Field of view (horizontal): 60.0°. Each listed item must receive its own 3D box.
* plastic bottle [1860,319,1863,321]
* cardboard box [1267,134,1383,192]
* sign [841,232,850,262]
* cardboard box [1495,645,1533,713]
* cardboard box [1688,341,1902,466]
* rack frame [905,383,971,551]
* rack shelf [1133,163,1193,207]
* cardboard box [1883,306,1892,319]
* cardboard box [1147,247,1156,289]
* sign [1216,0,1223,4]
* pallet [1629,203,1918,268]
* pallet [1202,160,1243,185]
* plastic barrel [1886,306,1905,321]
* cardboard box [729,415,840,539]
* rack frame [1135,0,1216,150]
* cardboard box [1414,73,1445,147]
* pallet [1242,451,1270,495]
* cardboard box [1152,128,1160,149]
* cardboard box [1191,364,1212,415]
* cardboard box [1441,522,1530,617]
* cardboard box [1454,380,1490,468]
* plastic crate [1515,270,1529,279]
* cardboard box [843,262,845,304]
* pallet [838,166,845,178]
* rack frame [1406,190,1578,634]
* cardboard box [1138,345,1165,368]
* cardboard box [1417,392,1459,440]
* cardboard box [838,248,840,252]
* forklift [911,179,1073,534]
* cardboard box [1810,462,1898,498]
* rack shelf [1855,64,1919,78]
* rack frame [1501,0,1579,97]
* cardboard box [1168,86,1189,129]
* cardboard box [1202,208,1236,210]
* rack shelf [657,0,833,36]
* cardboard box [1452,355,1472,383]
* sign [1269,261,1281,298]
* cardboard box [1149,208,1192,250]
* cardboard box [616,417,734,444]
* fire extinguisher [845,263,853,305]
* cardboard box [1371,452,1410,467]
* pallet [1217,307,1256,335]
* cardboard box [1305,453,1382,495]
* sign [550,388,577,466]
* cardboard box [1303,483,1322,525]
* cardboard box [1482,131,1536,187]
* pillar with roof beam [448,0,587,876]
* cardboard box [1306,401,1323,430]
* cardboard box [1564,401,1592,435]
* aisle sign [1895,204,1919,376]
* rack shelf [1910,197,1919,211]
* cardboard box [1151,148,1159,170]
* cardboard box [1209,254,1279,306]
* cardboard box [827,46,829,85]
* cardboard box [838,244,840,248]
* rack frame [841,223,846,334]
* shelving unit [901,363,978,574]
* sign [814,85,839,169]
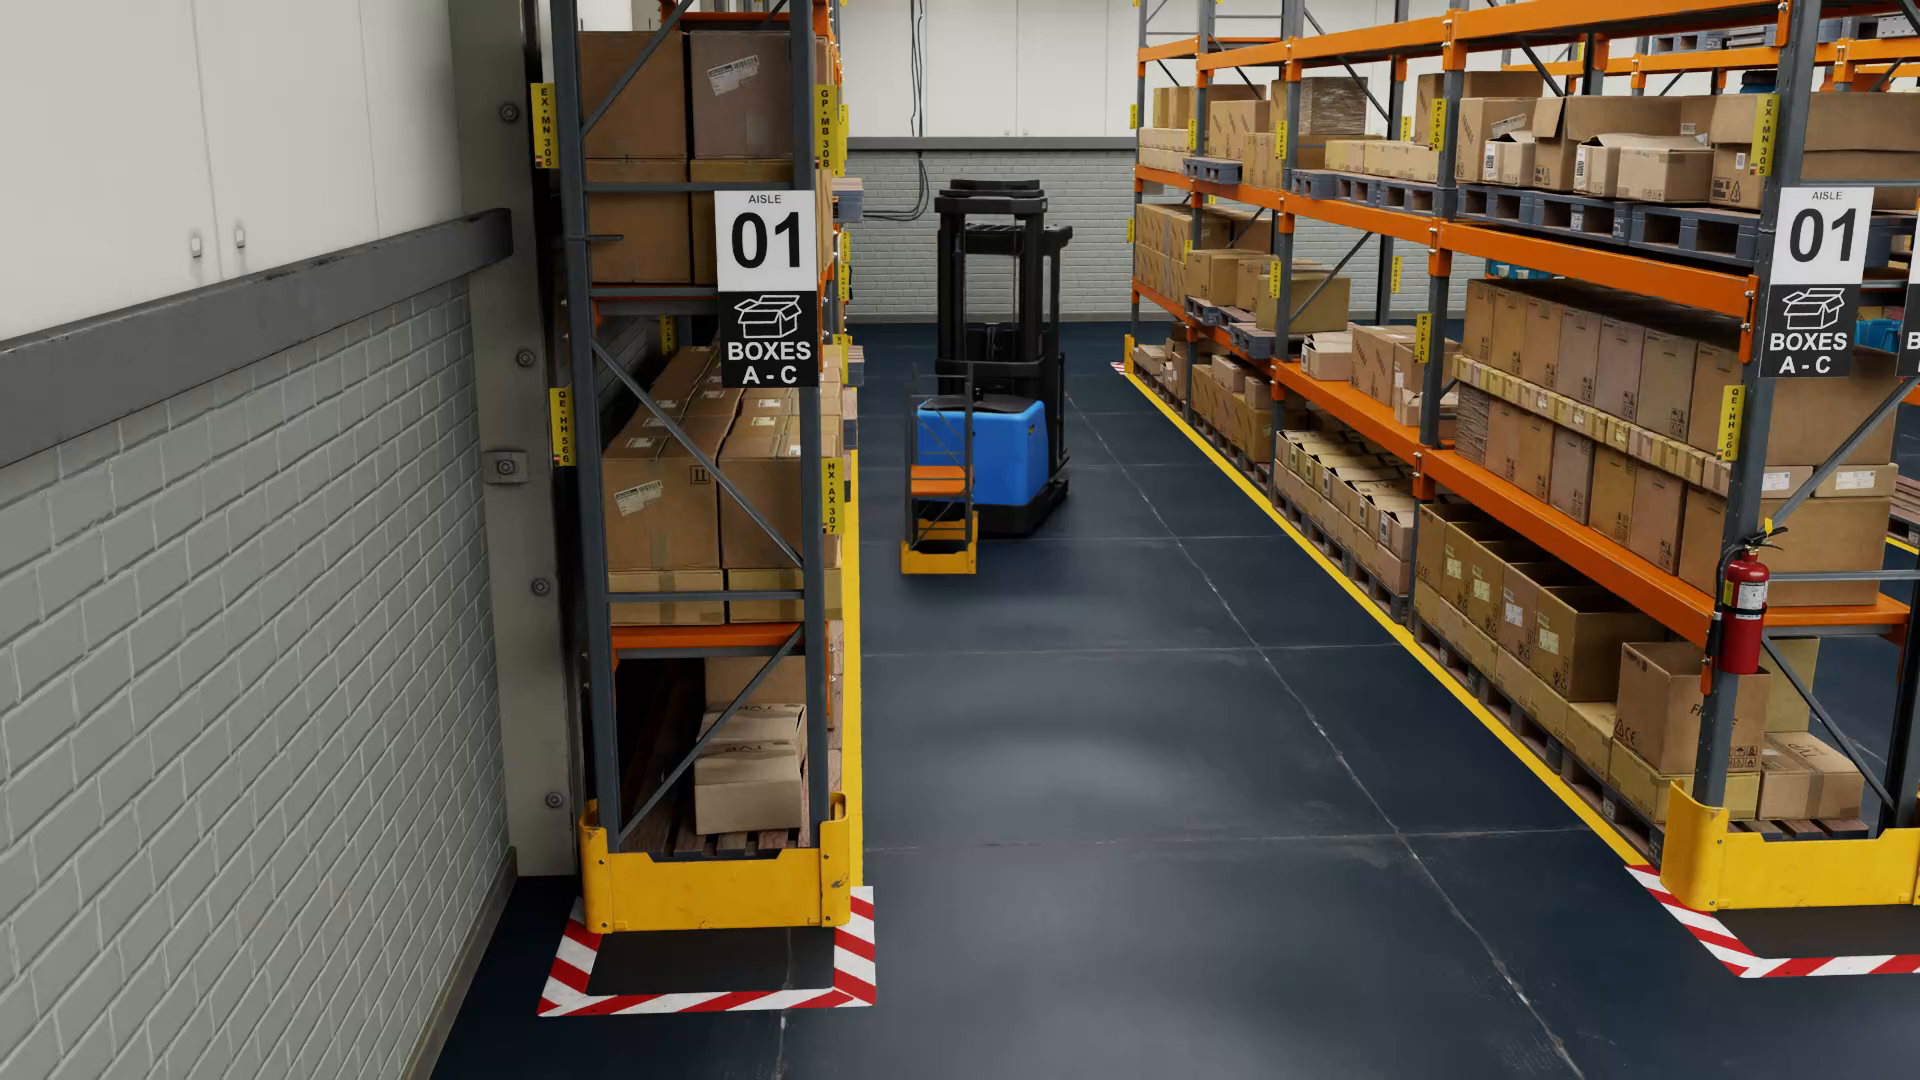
[{"bbox_3d":[8.631,-1.978,15.951,0.097,0.271,0.097,0,14,0],"label":"plastic bottle"},{"bbox_3d":[3.310,-3.432,15.124,0.910,0.500,0.500,-1,14,-3],"label":"cardboard box"},{"bbox_3d":[-1.280,-3.273,18.563,0.100,0.325,0.005,-1,14,-3],"label":"sign"},{"bbox_3d":[3.434,0.794,9.598,0.500,0.250,0.500,-1,14,-3],"label":"cardboard box"},{"bbox_3d":[3.847,-0.639,7.687,0.700,0.500,0.500,-1,14,-3],"label":"cardboard box"},{"bbox_3d":[-0.169,-0.465,12.824,0.500,1.500,0.032,0,14,1],"label":"rack frame"},{"bbox_3d":[2.999,-4.419,20.606,1.077,0.370,4.000,-1,14,-3],"label":"rack shelf"},{"bbox_3d":[12.939,-2.754,22.133,0.875,0.875,0.875,-1,14,-3],"label":"cardboard box"},{"bbox_3d":[2.705,-3.493,21.382,0.500,0.500,0.500,-1,14,-4],"label":"cardboard box"},{"bbox_3d":[3.431,-7.250,21.953,0.100,0.325,0.005,-1,14,-3],"label":"sign"},{"bbox_3d":[3.849,-1.419,7.680,1.003,0.211,1.213,-1,14,-3],"label":"pallet"},{"bbox_3d":[3.161,-3.758,16.969,1.213,0.211,1.003,-1,14,-3],"label":"pallet"},{"bbox_3d":[8.646,-1.853,14.937,0.600,0.536,0.708,-1,14,-3],"label":"plastic barrel"},{"bbox_3d":[-0.827,-0.302,7.937,0.500,0.500,0.500,-1,14,-3],"label":"cardboard box"},{"bbox_3d":[2.875,-6.718,22.075,1.000,3.000,0.127,-1,14,-3],"label":"rack frame"},{"bbox_3d":[3.562,-3.070,11.871,0.500,0.500,0.500,1,14,2],"label":"cardboard box"},{"bbox_3d":[3.363,-0.658,16.162,1.003,0.211,1.213,-1,14,-3],"label":"pallet"},{"bbox_3d":[2.709,-5.054,20.927,0.500,0.250,0.500,-1,14,-3],"label":"cardboard box"},{"bbox_3d":[2.910,-1.696,18.731,0.500,0.500,0.500,-2,15,-6],"label":"cardboard box"},{"bbox_3d":[3.374,0.182,10.471,0.500,0.500,0.500,-1,14,-3],"label":"cardboard box"},{"bbox_3d":[3.653,-0.766,10.783,0.700,0.500,0.500,-1,14,-5],"label":"cardboard box"},{"bbox_3d":[7.486,-3.473,21.913,0.250,0.136,0.298,-1,14,-3],"label":"plastic crate"},{"bbox_3d":[-1.878,-3.202,19.850,0.980,0.700,0.700,-1,14,-5],"label":"cardboard box"},{"bbox_3d":[-1.666,-3.266,15.058,1.213,0.211,1.003,0,14,-1],"label":"pallet"},{"bbox_3d":[3.619,-0.828,11.224,1.000,3.000,0.127,-1,14,-3],"label":"rack frame"},{"bbox_3d":[2.657,-2.430,22.085,0.500,0.250,0.500,-1,14,-3],"label":"cardboard box"},{"bbox_3d":[3.545,-0.877,11.716,0.500,0.250,0.500,0,14,0],"label":"cardboard box"},{"bbox_3d":[-1.413,-2.685,16.101,0.500,0.250,0.500,-1,14,-3],"label":"cardboard box"},{"bbox_3d":[0.399,-1.793,15.114,1.130,2.935,3.031,3,15,13],"label":"forklift"},{"bbox_3d":[4.057,-0.296,7.656,0.380,0.149,0.250,-1,14,-4],"label":"cardboard box"},{"bbox_3d":[12.887,-5.830,20.873,1.077,0.370,4.000,-1,14,-3],"label":"rack shelf"},{"bbox_3d":[7.820,-6.793,22.369,1.000,3.000,0.127,-1,14,-3],"label":"rack frame"},{"bbox_3d":[2.946,-5.296,20.362,0.700,0.500,0.500,-1,14,-3],"label":"cardboard box"},{"bbox_3d":[3.246,-3.984,21.283,0.500,0.500,0.500,0,14,-2],"label":"cardboard box"},{"bbox_3d":[-1.201,-2.808,8.332,1.077,0.370,4.000,-1,14,-3],"label":"rack shelf"},{"bbox_3d":[3.442,-1.121,10.859,0.380,0.149,0.250,-1,14,-4],"label":"cardboard box"},{"bbox_3d":[2.830,-2.334,14.914,0.100,0.325,0.005,-1,14,-3],"label":"sign"},{"bbox_3d":[2.706,-3.976,21.253,0.500,0.500,0.500,-1,14,-3],"label":"cardboard box"},{"bbox_3d":[-1.340,-0.295,7.909,0.500,0.500,0.500,-1,14,-3],"label":"cardboard box"},{"bbox_3d":[-1.617,-3.561,22.752,0.296,0.674,0.183,-1,14,-3],"label":"fire extinguisher"},{"bbox_3d":[3.717,-0.585,13.829,0.500,0.311,0.500,-1,14,-4],"label":"cardboard box"},{"bbox_3d":[3.246,-2.213,16.994,1.003,0.211,1.213,-1,14,-3],"label":"pallet"},{"bbox_3d":[3.181,-0.574,13.786,0.500,0.311,0.500,-1,14,-5],"label":"cardboard box"},{"bbox_3d":[-1.632,-0.466,6.859,0.100,0.325,0.005,-1,14,-3],"label":"sign"},{"bbox_3d":[3.181,-0.305,13.869,0.500,0.250,0.500,-1,14,-5],"label":"cardboard box"},{"bbox_3d":[3.420,-2.245,9.767,0.500,0.311,0.500,-2,15,-7],"label":"cardboard box"},{"bbox_3d":[2.313,-2.888,7.192,9.100,9.000,0.400,-1,14,-3],"label":"pillar with roof beam"},{"bbox_3d":[3.590,-1.073,16.310,0.500,0.500,0.500,-1,14,-5],"label":"cardboard box"},{"bbox_3d":[3.555,-0.673,9.121,0.380,0.149,0.250,-1,14,-4],"label":"cardboard box"},{"bbox_3d":[4.177,-1.080,6.988,0.394,0.787,0.004,-1,14,-3],"label":"aisle sign"},{"bbox_3d":[8.439,-2.505,13.167,1.077,0.370,4.000,-1,14,-3],"label":"rack shelf"},{"bbox_3d":[2.704,-4.812,20.989,0.500,0.250,0.500,-1,14,-3],"label":"cardboard box"},{"bbox_3d":[3.035,-2.778,17.760,0.700,0.500,0.500,1,14,5],"label":"cardboard box"},{"bbox_3d":[-0.882,-2.103,7.913,0.500,0.500,0.500,0,14,-2],"label":"cardboard box"},{"bbox_3d":[-1.450,-2.812,16.594,0.500,0.250,0.500,-1,14,-5],"label":"cardboard box"},{"bbox_3d":[-2.068,-3.735,22.522,1.000,3.000,0.127,-1,14,-3],"label":"rack frame"},{"bbox_3d":[-0.156,-0.594,13.325,0.587,1.500,1.083,0,14,1],"label":"shelving unit"},{"bbox_3d":[-0.536,-1.640,6.607,0.100,0.325,0.005,-1,14,-3],"label":"sign"}]
